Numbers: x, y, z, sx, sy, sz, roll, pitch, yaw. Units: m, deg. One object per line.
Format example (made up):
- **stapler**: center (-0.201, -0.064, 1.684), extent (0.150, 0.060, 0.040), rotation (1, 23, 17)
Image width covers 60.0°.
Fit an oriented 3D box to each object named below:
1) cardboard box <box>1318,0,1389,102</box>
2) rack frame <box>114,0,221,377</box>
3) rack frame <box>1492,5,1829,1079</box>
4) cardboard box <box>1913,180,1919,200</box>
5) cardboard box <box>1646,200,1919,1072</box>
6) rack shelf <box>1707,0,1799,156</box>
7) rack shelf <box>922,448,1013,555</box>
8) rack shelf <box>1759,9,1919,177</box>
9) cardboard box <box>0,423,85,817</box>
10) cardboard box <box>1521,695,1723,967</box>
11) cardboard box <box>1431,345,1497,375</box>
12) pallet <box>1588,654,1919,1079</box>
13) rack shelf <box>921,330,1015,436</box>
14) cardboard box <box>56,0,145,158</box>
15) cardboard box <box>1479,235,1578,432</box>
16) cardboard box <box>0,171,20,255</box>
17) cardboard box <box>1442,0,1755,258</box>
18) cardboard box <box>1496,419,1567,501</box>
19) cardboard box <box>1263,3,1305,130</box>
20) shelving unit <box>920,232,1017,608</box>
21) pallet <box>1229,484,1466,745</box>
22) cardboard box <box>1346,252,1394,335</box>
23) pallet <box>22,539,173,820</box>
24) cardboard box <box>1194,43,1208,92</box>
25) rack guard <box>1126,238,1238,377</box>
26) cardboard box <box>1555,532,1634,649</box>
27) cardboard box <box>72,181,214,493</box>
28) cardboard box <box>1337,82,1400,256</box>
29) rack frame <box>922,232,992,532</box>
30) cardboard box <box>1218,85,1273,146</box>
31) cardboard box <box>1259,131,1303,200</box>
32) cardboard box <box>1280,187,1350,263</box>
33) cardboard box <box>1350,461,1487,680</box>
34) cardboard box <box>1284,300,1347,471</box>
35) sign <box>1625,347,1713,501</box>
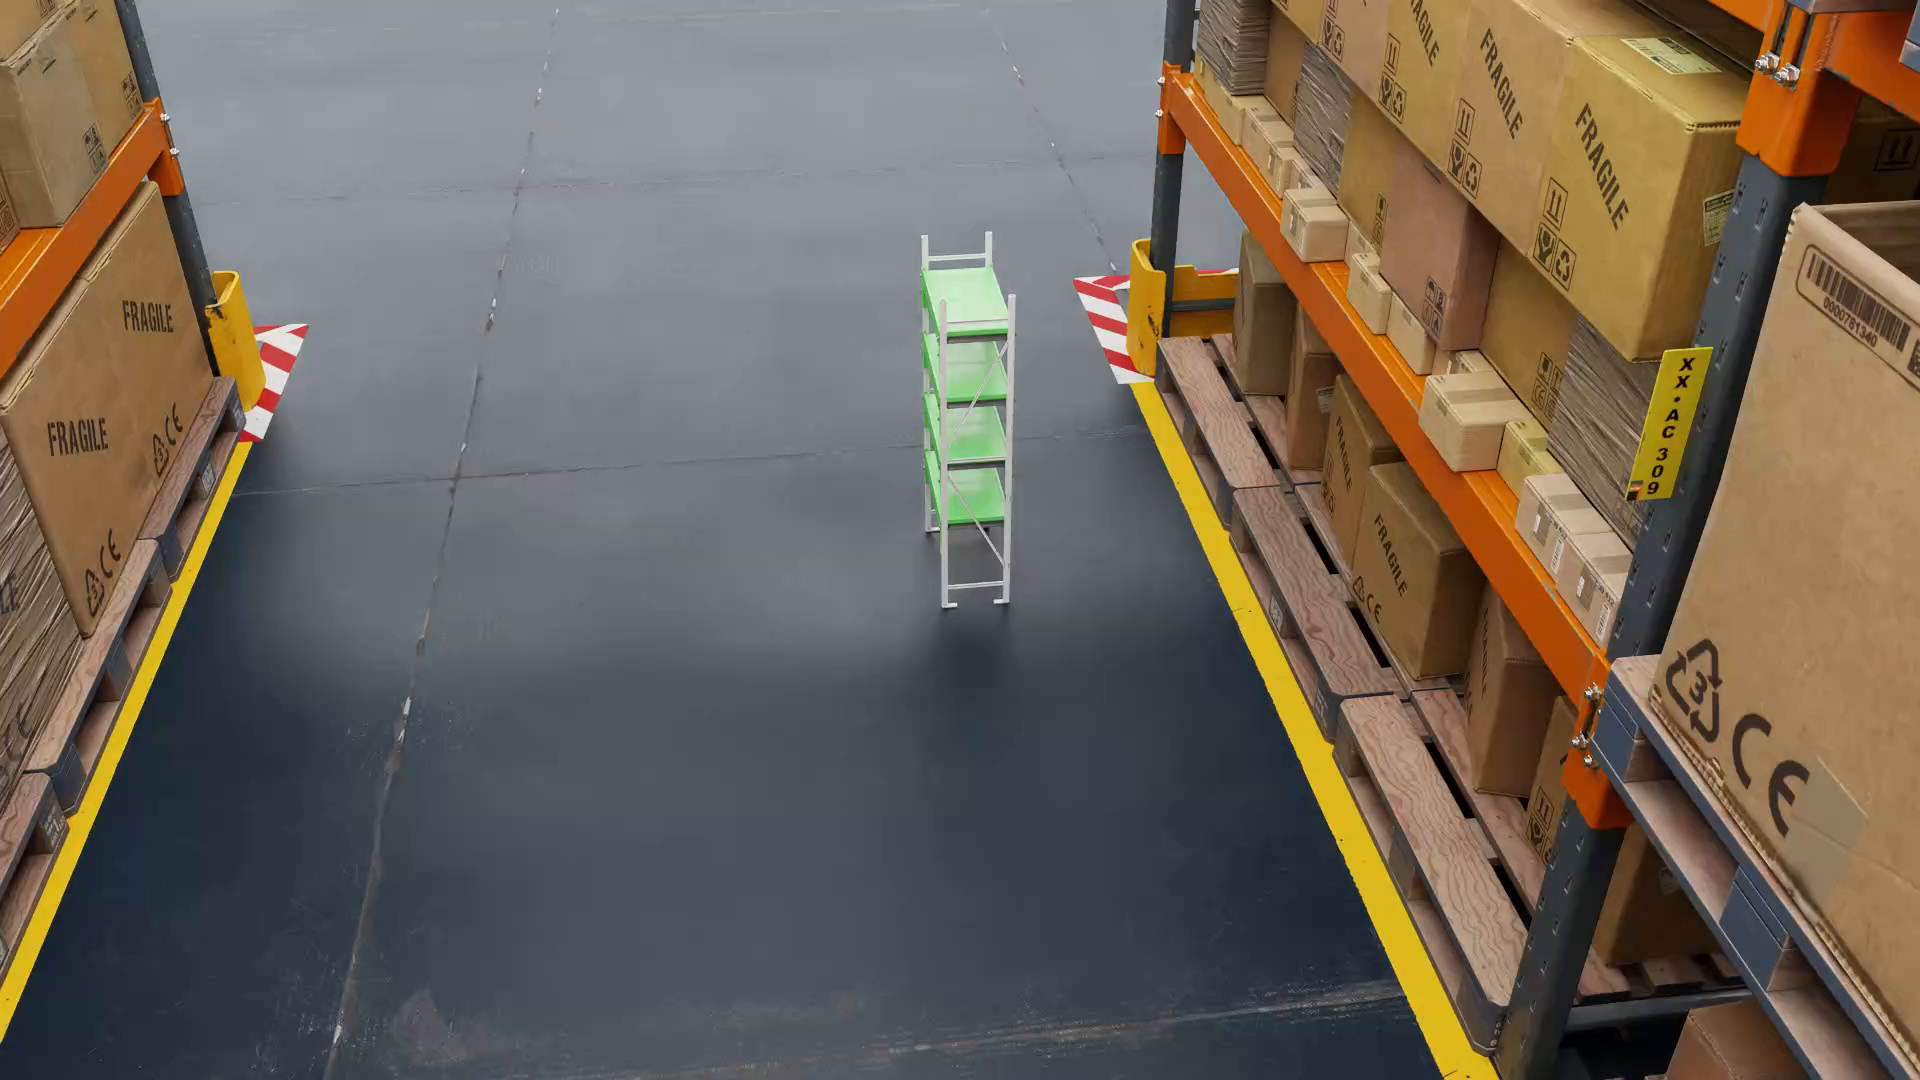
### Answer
- **cardboard box**: center (1.341, -1.547, 4.616), extent (0.500, 0.500, 0.500), rotation (-4, 35, -6)
- **rack frame**: center (-3.593, -1.815, 6.250), extent (1.000, 3.000, 0.127), rotation (-4, 35, -6)
- **rack frame**: center (1.873, 0.098, 3.443), extent (1.000, 3.000, 0.127), rotation (-4, 35, -6)
- **cardboard box**: center (2.065, -0.750, 3.446), extent (0.500, 0.500, 0.500), rotation (-4, 35, -6)
- **cardboard box**: center (1.841, 0.130, 2.490), extent (1.000, 1.000, 1.000), rotation (-4, 34, -6)
- **rack shelf**: center (1.604, -1.961, 4.439), extent (1.077, 0.370, 4.000), rotation (-4, 35, -6)
- **rack shelf**: center (0.022, -0.152, 5.948), extent (0.258, 0.148, 0.480), rotation (-4, 35, -6)
- **rack shelf**: center (2.142, 0.272, 1.163), extent (1.077, 0.370, 4.000), rotation (-4, 35, -6)
- **cardboard box**: center (-3.196, 0.262, 4.715), extent (0.875, 0.875, 0.875), rotation (-4, 34, -6)
- **cardboard box**: center (1.859, 0.731, 4.361), extent (0.500, 0.500, 0.500), rotation (-5, 35, -8)
- **cardboard box**: center (1.508, -0.461, 4.486), extent (0.380, 0.149, 0.250), rotation (-4, 35, -6)
- **pallet**: center (1.832, 0.615, 2.855), extent (1.003, 0.211, 1.213), rotation (-4, 35, -6)
- **rack shelf**: center (0.022, -0.549, 5.677), extent (0.258, 0.148, 0.480), rotation (-4, 35, -6)
- **cardboard box**: center (-3.498, -1.673, 5.909), extent (0.875, 0.550, 0.550), rotation (-4, 35, -6)
- **cardboard box**: center (1.842, -0.604, 4.120), extent (0.875, 0.500, 0.500), rotation (-4, 35, -6)
- **cardboard box**: center (-3.452, -1.046, 4.988), extent (0.875, 0.550, 0.550), rotation (-4, 35, -6)
- **cardboard box**: center (1.471, -0.989, 3.797), extent (0.500, 0.500, 0.500), rotation (-4, 35, -6)
- **cardboard box**: center (1.555, -0.180, 4.074), extent (0.380, 0.149, 0.250), rotation (-4, 35, -6)
- **cardboard box**: center (1.568, -1.720, 5.757), extent (0.875, 0.500, 0.500), rotation (-4, 35, -6)
- **shelving unit**: center (0.022, -0.403, 5.777), extent (0.258, 1.200, 0.503), rotation (-4, 35, -6)
- **pallet**: center (1.580, 0.196, 5.775), extent (1.003, 0.211, 1.213), rotation (-4, 35, -6)
- **cardboard box**: center (1.366, -0.734, 4.887), extent (0.380, 0.149, 0.250), rotation (-4, 35, -6)
- **pallet**: center (-3.247, 0.457, 5.392), extent (1.003, 0.211, 1.213), rotation (-4, 35, -6)
- **cardboard box**: center (1.137, -1.853, 6.529), extent (0.380, 0.149, 0.250), rotation (-4, 35, -6)
- **rack guard**: center (1.345, -1.059, 7.360), extent (1.175, 0.500, 0.348), rotation (-4, 35, -6)
- **cardboard box**: center (1.553, 0.104, 3.657), extent (0.380, 0.149, 0.250), rotation (-4, 35, -6)
- **cardboard box**: center (-3.437, -0.737, 6.182), extent (0.875, 0.875, 0.875), rotation (-4, 34, -6)
- **cardboard box**: center (1.648, -1.158, 4.932), extent (0.875, 0.500, 0.500), rotation (-4, 35, -6)
- **rack frame**: center (-0.011, -0.540, 5.976), extent (0.240, 1.200, 0.015), rotation (-4, 35, -6)
- **cardboard box**: center (1.171, -1.572, 6.116), extent (0.380, 0.149, 0.250), rotation (-4, 35, -6)
- **cardboard box**: center (1.251, -1.294, 5.708), extent (0.380, 0.149, 0.250), rotation (-4, 35, -6)
- **cardboard box**: center (1.243, -1.009, 5.290), extent (0.380, 0.149, 0.250), rotation (-4, 35, -6)
- **cardboard box**: center (1.613, 0.071, 5.328), extent (0.500, 0.500, 0.500), rotation (-7, 35, -11)
- **cardboard box**: center (1.517, -0.594, 6.305), extent (0.500, 0.500, 0.500), rotation (4, 35, 6)
- **sign**: center (1.337, -0.215, 3.133), extent (0.100, 0.325, 0.005), rotation (-4, 35, -6)
